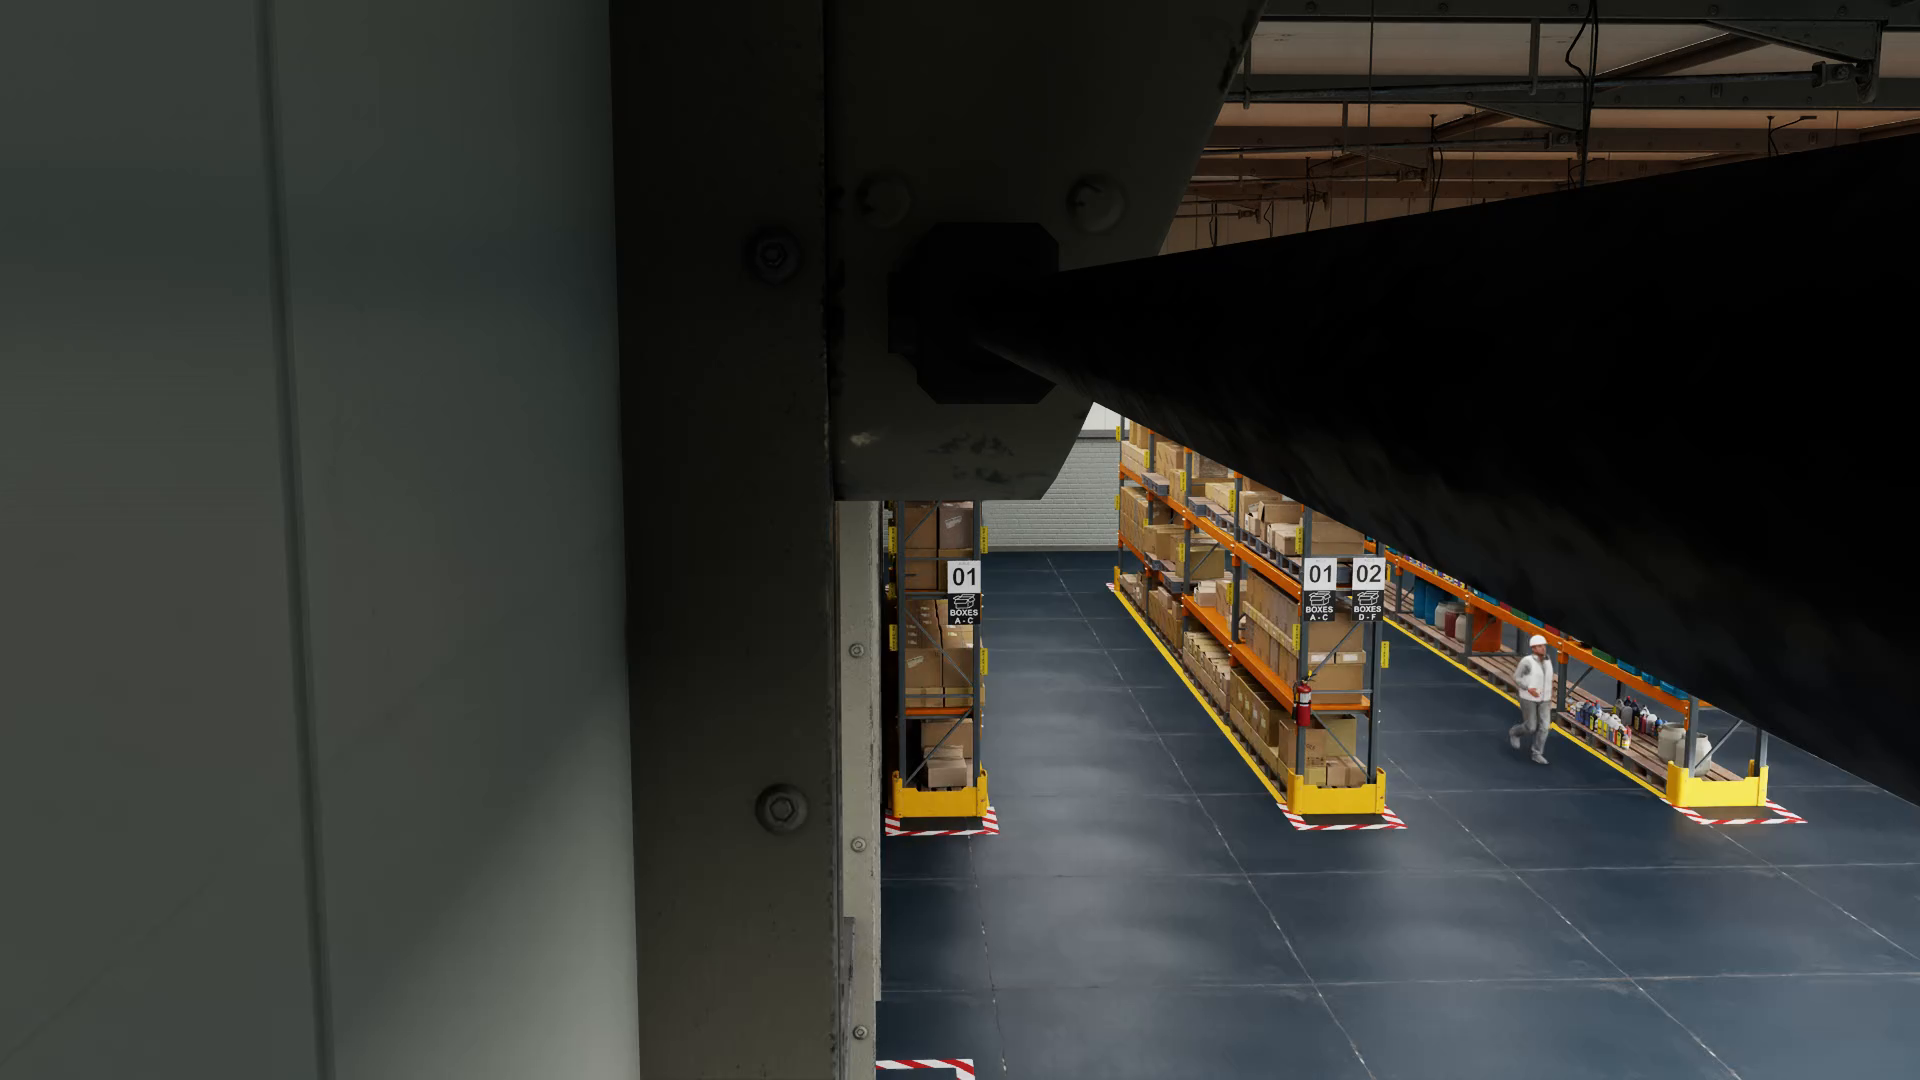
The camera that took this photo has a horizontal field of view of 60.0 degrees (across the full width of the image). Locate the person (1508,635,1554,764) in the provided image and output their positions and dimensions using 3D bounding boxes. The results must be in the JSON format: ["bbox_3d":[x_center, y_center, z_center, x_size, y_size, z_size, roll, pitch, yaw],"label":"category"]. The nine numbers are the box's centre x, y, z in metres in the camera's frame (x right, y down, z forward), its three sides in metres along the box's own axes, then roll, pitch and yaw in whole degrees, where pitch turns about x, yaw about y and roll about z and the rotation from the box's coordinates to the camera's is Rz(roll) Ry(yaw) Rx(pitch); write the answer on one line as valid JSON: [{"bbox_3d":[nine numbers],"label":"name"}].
[{"bbox_3d":[7.933,2.169,22.982,0.657,1.748,0.752,-2,9,-17],"label":"person"}]
